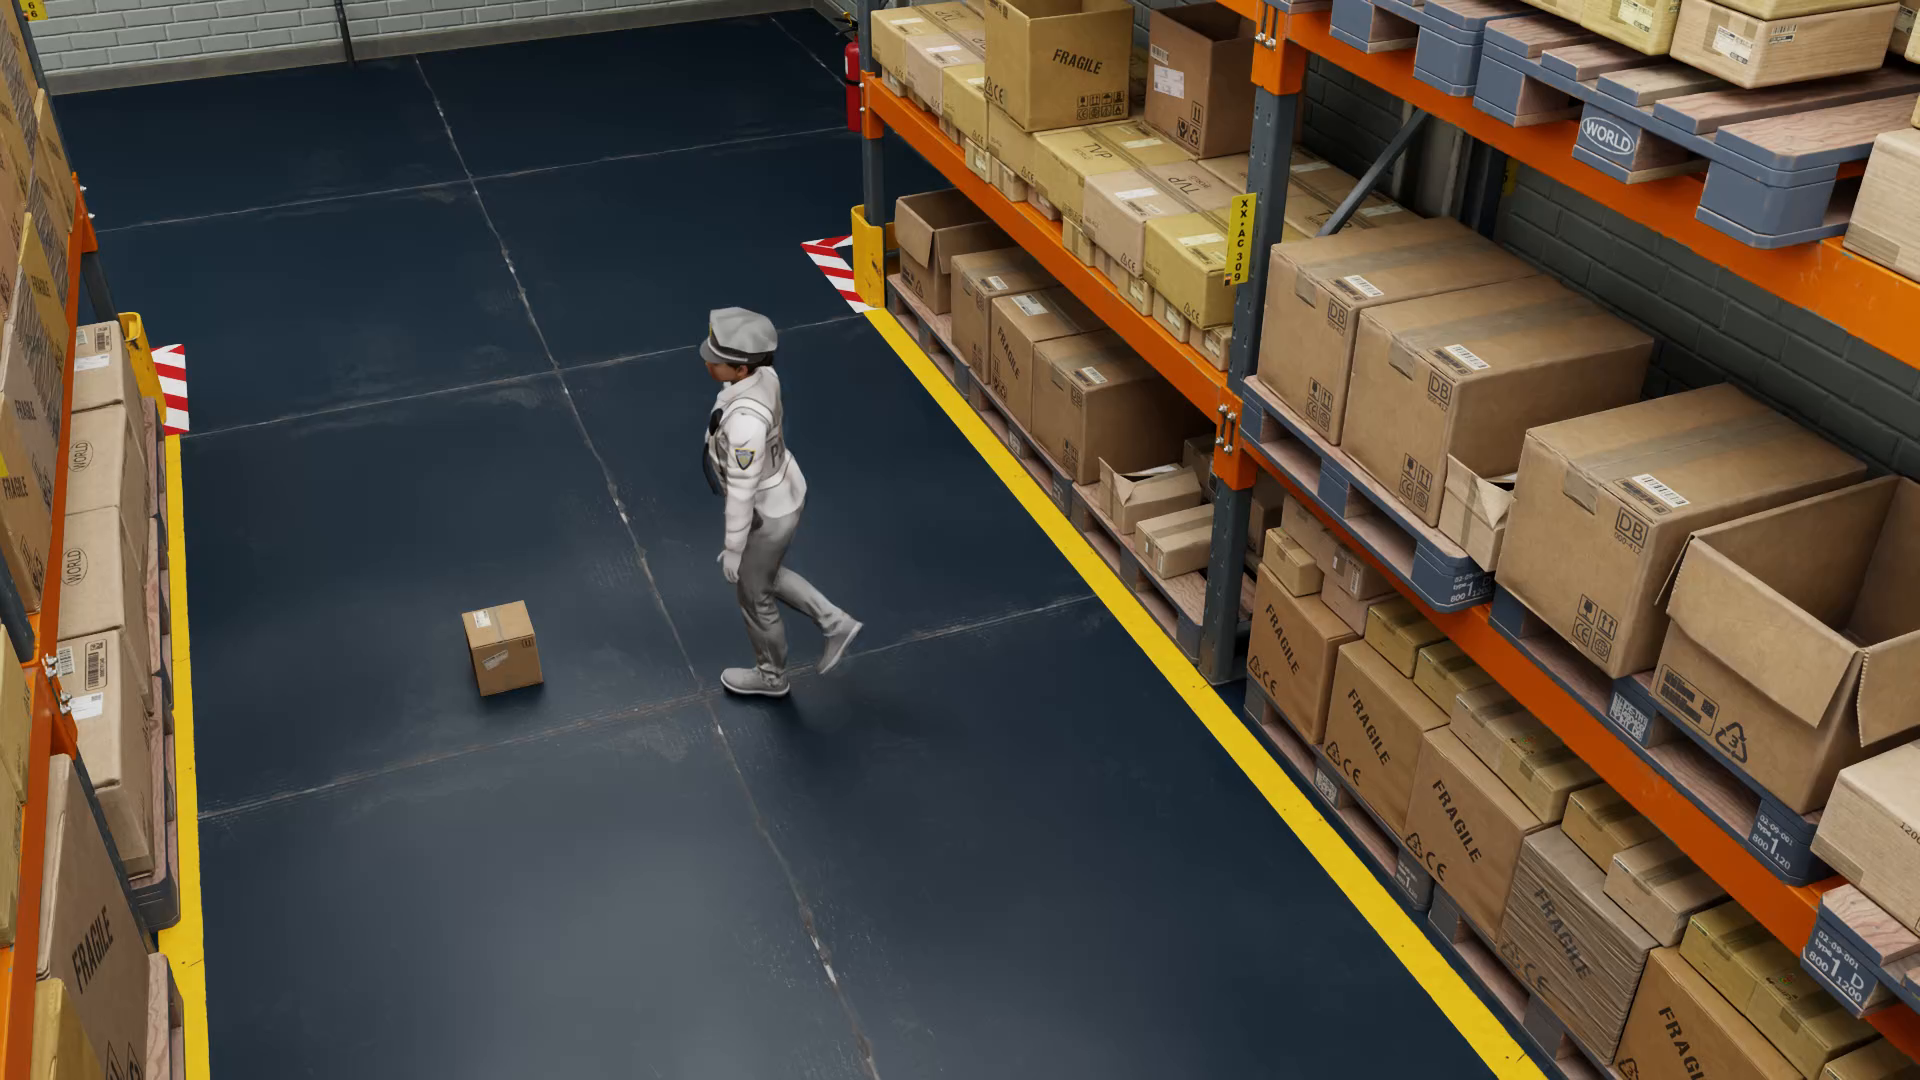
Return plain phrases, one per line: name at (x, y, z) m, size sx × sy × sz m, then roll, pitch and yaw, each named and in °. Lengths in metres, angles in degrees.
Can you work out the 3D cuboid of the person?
person at (-0.677, -0.105, 6.259) m, size 0.576 × 1.659 × 0.349 m, roll 4°, pitch 34°, yaw 5°
